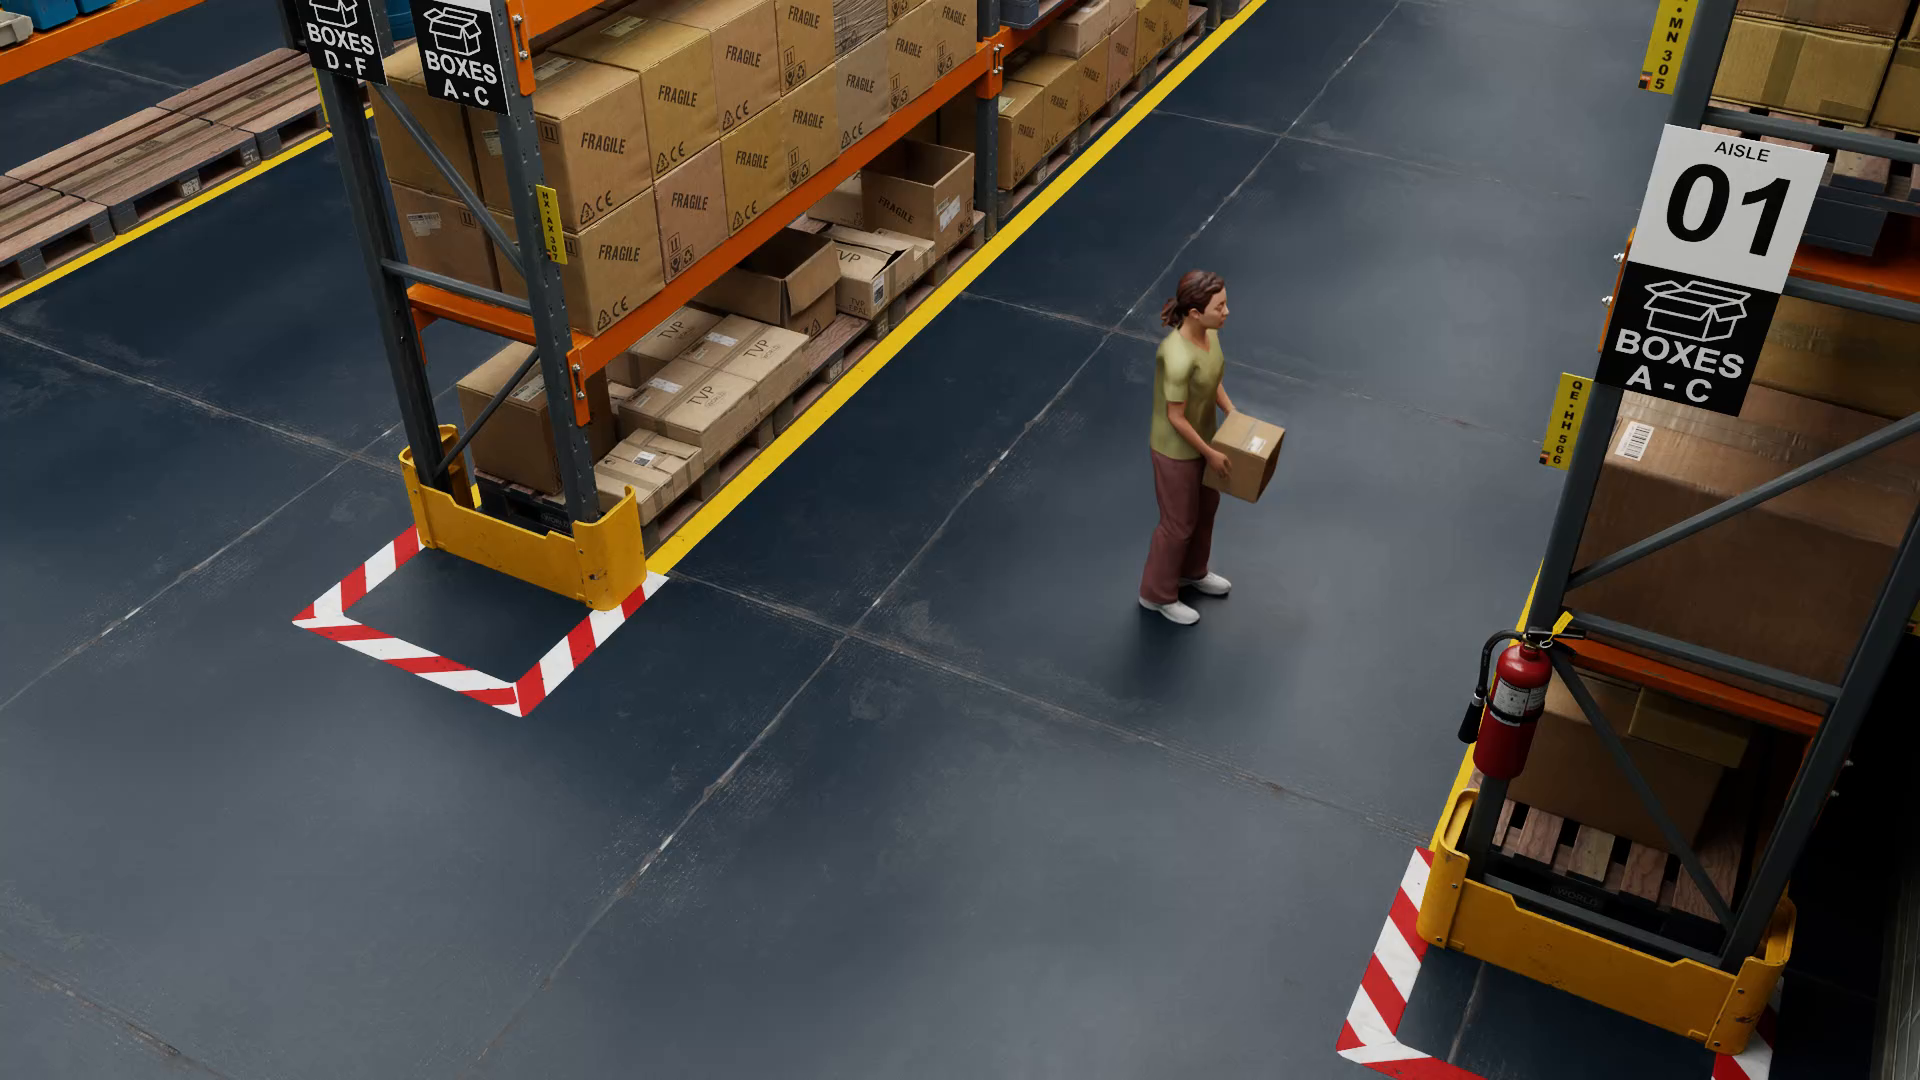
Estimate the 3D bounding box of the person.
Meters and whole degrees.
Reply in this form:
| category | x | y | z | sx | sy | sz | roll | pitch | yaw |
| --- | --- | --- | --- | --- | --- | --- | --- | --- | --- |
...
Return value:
| category | x | y | z | sx | sy | sz | roll | pitch | yaw |
| --- | --- | --- | --- | --- | --- | --- | --- | --- | --- |
| person | 1.028 | -0.414 | 7.276 | 0.435 | 1.675 | 0.468 | 17 | 41 | 21 |
